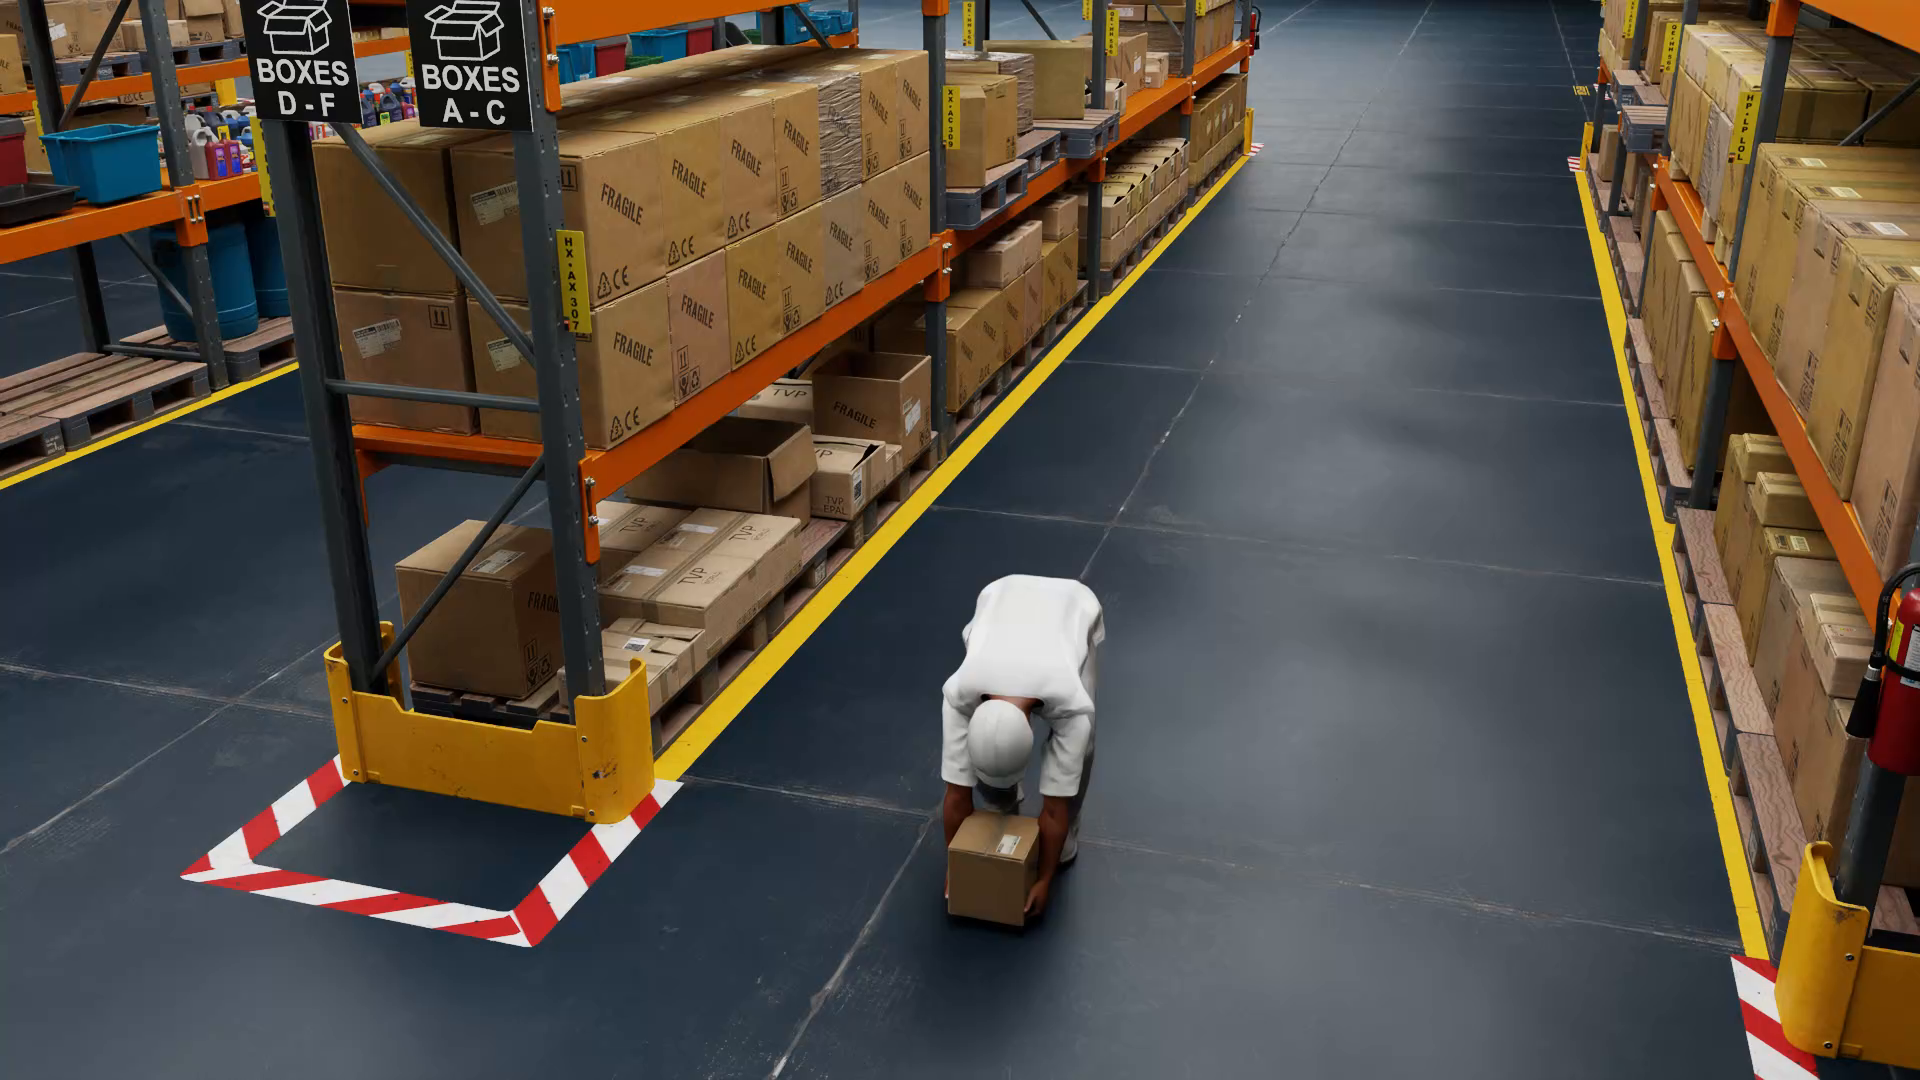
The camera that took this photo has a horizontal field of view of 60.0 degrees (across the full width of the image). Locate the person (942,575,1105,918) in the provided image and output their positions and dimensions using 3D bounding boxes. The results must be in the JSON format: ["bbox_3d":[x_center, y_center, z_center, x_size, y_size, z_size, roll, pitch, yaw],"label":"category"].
[{"bbox_3d":[0.211,0.658,5.503,0.502,0.952,0.973,5,22,13],"label":"person"}]
